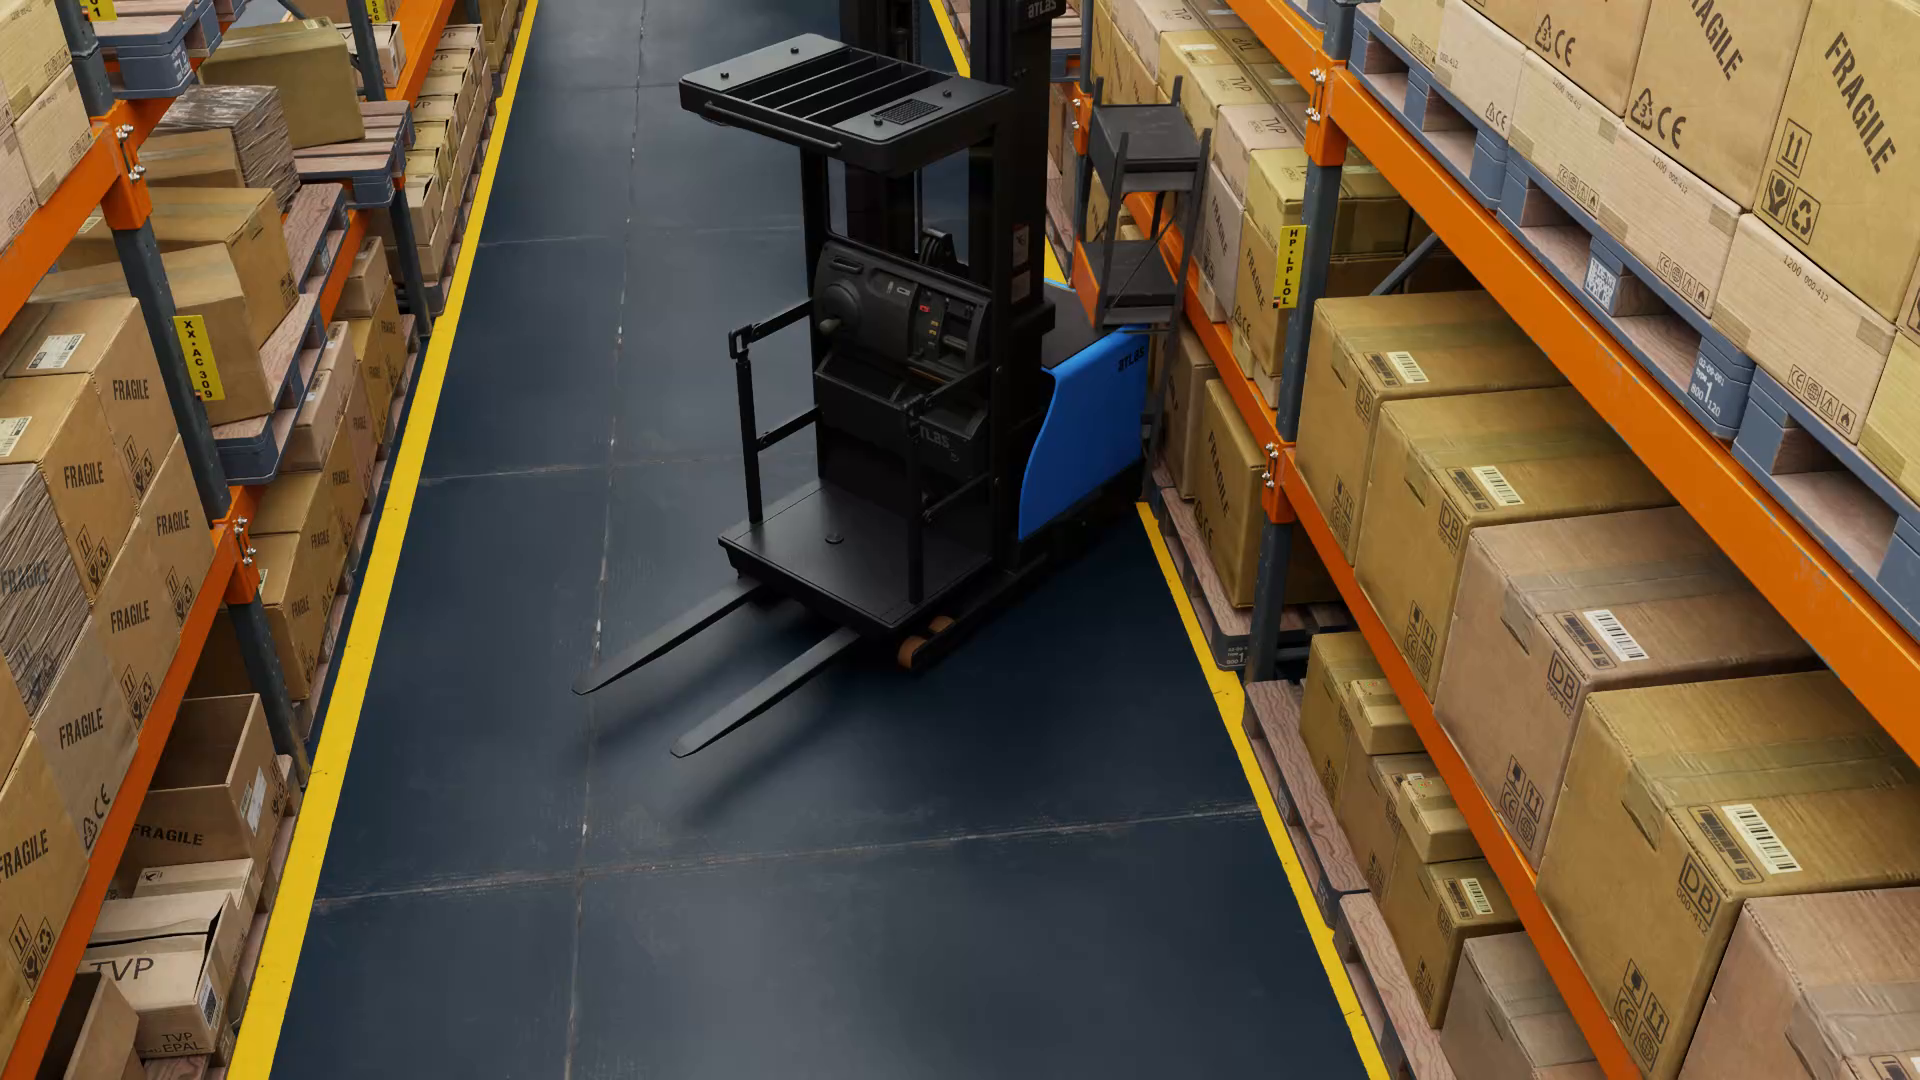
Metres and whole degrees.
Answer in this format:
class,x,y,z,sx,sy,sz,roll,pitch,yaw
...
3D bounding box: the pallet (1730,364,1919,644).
class,x,y,z,sx,sy,sz,roll,pitch,yaw
pallet,2.173,0.017,2.976,1.003,0.211,1.213,-4,35,-6

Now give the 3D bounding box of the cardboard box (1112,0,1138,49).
class,x,y,z,sx,sy,sz,roll,pitch,yaw
cardboard box,1.086,-2.741,8.572,0.500,0.250,0.500,-5,35,-7

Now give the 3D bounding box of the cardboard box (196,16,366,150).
class,x,y,z,sx,sy,sz,roll,pitch,yaw
cardboard box,-3.504,-2.326,8.538,0.700,0.500,0.500,-16,37,-22

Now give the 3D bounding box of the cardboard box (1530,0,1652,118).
class,x,y,z,sx,sy,sz,roll,pitch,yaw
cardboard box,1.711,-1.321,3.866,0.500,0.500,0.500,-4,34,-6

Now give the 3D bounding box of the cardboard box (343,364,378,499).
class,x,y,z,sx,sy,sz,roll,pitch,yaw
cardboard box,-3.196,-0.517,8.175,0.500,0.500,0.500,-6,35,-8

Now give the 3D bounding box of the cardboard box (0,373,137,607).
class,x,y,z,sx,sy,sz,roll,pitch,yaw
cardboard box,-2.767,-0.128,4.797,0.500,0.500,0.500,-5,35,-7

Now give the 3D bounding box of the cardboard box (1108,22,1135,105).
class,x,y,z,sx,sy,sz,roll,pitch,yaw
cardboard box,1.080,-2.420,8.767,0.500,0.500,0.500,-3,34,-5

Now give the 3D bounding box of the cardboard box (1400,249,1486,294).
class,x,y,z,sx,sy,sz,roll,pitch,yaw
cardboard box,1.933,-1.047,6.752,0.500,0.500,0.500,-6,35,-8

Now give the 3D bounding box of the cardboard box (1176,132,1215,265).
class,x,y,z,sx,sy,sz,roll,pitch,yaw
cardboard box,1.296,-1.575,7.527,0.500,0.500,0.500,-4,35,-6

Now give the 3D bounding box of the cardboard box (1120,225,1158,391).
class,x,y,z,sx,sy,sz,roll,pitch,yaw
cardboard box,1.288,-1.207,8.893,0.750,0.750,0.750,-5,35,-7

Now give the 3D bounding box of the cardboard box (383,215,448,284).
class,x,y,z,sx,sy,sz,roll,pitch,yaw
cardboard box,-3.480,-1.806,10.305,0.500,0.250,0.500,-4,35,-7

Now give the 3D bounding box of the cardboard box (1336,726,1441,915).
class,x,y,z,sx,sy,sz,roll,pitch,yaw
cardboard box,1.809,0.966,6.015,0.700,0.500,0.500,-5,35,-7

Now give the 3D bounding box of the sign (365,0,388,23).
class,x,y,z,sx,sy,sz,roll,pitch,yaw
sign,-3.164,-2.946,8.951,0.100,0.325,0.005,-4,35,-6

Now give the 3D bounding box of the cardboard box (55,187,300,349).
class,x,y,z,sx,sy,sz,roll,pitch,yaw
cardboard box,-3.160,-1.097,6.734,0.700,0.500,0.500,1,34,1

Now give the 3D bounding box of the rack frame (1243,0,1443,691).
class,x,y,z,sx,sy,sz,roll,pitch,yaw
rack frame,1.746,-0.599,6.465,1.000,3.000,0.127,-4,35,-6

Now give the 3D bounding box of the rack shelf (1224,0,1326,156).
class,x,y,z,sx,sy,sz,roll,pitch,yaw
rack shelf,1.477,-2.657,7.461,1.077,0.370,4.000,-4,35,-6

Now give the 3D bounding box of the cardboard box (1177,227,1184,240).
class,x,y,z,sx,sy,sz,roll,pitch,yaw
cardboard box,1.268,-1.532,8.040,0.380,0.149,0.250,-3,34,-5

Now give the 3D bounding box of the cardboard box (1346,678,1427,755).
class,x,y,z,sx,sy,sz,roll,pitch,yaw
cardboard box,1.610,0.622,5.944,0.380,0.149,0.250,-3,34,-5

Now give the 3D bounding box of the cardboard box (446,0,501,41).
class,x,y,z,sx,sy,sz,roll,pitch,yaw
cardboard box,-3.991,-4.316,13.322,0.500,0.500,0.500,-4,35,-6

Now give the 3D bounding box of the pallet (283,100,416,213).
class,x,y,z,sx,sy,sz,roll,pitch,yaw
pallet,-3.540,-2.002,8.694,1.213,0.211,1.003,-4,35,-6

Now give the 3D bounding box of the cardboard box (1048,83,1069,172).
class,x,y,z,sx,sy,sz,roll,pitch,yaw
cardboard box,1.010,-2.949,11.743,0.700,0.500,0.500,-5,35,-7

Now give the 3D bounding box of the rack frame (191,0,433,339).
class,x,y,z,sx,sy,sz,roll,pitch,yaw
rack frame,-3.701,-2.454,9.187,1.000,3.000,0.127,-4,35,-6

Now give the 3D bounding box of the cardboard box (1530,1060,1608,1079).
class,x,y,z,sx,sy,sz,roll,pitch,yaw
cardboard box,2.023,1.830,4.747,0.700,0.500,0.500,-4,35,-7

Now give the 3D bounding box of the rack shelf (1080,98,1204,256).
class,x,y,z,sx,sy,sz,roll,pitch,yaw
rack shelf,0.822,-1.642,7.511,0.431,0.518,0.480,-4,42,-9

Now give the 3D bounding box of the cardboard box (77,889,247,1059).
class,x,y,z,sx,sy,sz,roll,pitch,yaw
cardboard box,-2.704,1.423,5.496,0.500,0.311,0.500,-4,35,-6

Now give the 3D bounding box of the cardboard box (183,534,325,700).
class,x,y,z,sx,sy,sz,roll,pitch,yaw
cardboard box,-2.986,0.341,6.915,0.500,0.500,0.500,-6,35,-9

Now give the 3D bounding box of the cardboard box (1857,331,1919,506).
class,x,y,z,sx,sy,sz,roll,pitch,yaw
cardboard box,1.922,-0.148,2.811,0.500,0.250,0.500,-3,34,-5

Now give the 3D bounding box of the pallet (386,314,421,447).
class,x,y,z,sx,sy,sz,roll,pitch,yaw
pallet,-3.638,-0.882,9.357,1.003,0.211,1.213,-4,35,-6

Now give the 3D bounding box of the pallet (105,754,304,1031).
class,x,y,z,sx,sy,sz,roll,pitch,yaw
pallet,-3.071,1.314,6.135,1.003,0.211,1.213,-4,35,-6

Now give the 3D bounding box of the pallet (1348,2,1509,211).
class,x,y,z,sx,sy,sz,roll,pitch,yaw
pallet,1.845,-1.344,4.974,1.003,0.211,1.213,-4,35,-6

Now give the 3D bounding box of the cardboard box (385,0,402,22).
class,x,y,z,sx,sy,sz,roll,pitch,yaw
cardboard box,-4.013,-3.724,10.962,0.500,0.500,0.500,-4,35,-6

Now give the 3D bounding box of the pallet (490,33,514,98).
class,x,y,z,sx,sy,sz,roll,pitch,yaw
pallet,-4.304,-3.981,13.904,1.003,0.211,1.213,-4,35,-6

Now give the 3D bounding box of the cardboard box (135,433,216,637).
class,x,y,z,sx,sy,sz,roll,pitch,yaw
cardboard box,-2.841,-0.003,5.503,0.500,0.500,0.500,-4,34,-6

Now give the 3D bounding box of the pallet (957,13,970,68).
class,x,y,z,sx,sy,sz,roll,pitch,yaw
pallet,0.544,-4.283,14.347,1.003,0.211,1.213,-4,35,-6

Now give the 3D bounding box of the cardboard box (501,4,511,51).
class,x,y,z,sx,sy,sz,roll,pitch,yaw
cardboard box,-4.063,-4.284,13.942,0.500,0.250,0.500,-4,35,-6

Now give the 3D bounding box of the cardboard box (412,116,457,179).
class,x,y,z,sx,sy,sz,roll,pitch,yaw
cardboard box,-3.625,-2.615,10.994,0.500,0.311,0.500,-5,35,-8

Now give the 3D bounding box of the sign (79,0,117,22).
class,x,y,z,sx,sy,sz,roll,pitch,yaw
sign,-2.626,-1.720,4.988,0.100,0.325,0.005,-4,35,-6

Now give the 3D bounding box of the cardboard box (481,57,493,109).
class,x,y,z,sx,sy,sz,roll,pitch,yaw
cardboard box,-3.896,-3.514,12.811,0.500,0.250,0.500,-5,35,-7

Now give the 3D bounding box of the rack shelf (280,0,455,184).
class,x,y,z,sx,sy,sz,roll,pitch,yaw
rack shelf,-3.970,-3.273,11.027,1.077,0.370,4.000,-4,35,-6

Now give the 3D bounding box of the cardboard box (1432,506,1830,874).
class,x,y,z,sx,sy,sz,roll,pitch,yaw
cardboard box,2.003,0.394,4.742,0.980,0.700,0.700,-6,35,-9

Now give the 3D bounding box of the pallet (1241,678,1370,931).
class,x,y,z,sx,sy,sz,roll,pitch,yaw
pallet,1.770,0.984,6.619,1.003,0.211,1.213,-4,35,-6

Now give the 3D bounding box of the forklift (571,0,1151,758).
class,x,y,z,sx,sy,sz,roll,pitch,yaw
forklift,-0.401,-0.940,7.027,1.130,2.935,3.031,25,42,32

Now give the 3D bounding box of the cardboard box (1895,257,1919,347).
class,x,y,z,sx,sy,sz,roll,pitch,yaw
cardboard box,1.915,-0.457,2.599,0.500,0.500,0.500,-4,35,-7

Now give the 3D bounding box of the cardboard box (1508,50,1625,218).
class,x,y,z,sx,sy,sz,roll,pitch,yaw
cardboard box,1.708,-1.015,4.083,0.500,0.250,0.500,-5,35,-8

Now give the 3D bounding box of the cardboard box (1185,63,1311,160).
class,x,y,z,sx,sy,sz,roll,pitch,yaw
cardboard box,1.301,-1.893,7.328,0.500,0.250,0.500,-4,34,-5

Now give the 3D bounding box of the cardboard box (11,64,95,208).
class,x,y,z,sx,sy,sz,roll,pitch,yaw
cardboard box,-2.834,-1.148,4.741,0.500,0.250,0.500,-4,35,-6

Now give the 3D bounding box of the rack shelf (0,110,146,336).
class,x,y,z,sx,sy,sz,roll,pitch,yaw
rack shelf,-2.894,-0.048,3.632,1.077,0.370,4.000,-4,35,-6

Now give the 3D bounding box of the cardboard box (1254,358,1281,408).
class,x,y,z,sx,sy,sz,roll,pitch,yaw
cardboard box,1.420,-0.671,6.776,0.380,0.149,0.250,-4,34,-6

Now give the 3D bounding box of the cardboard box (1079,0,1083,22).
class,x,y,z,sx,sy,sz,roll,pitch,yaw
cardboard box,1.134,-3.316,9.972,0.700,0.500,0.500,-8,35,-12

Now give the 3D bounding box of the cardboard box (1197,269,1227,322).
class,x,y,z,sx,sy,sz,roll,pitch,yaw
cardboard box,1.278,-1.101,7.407,0.380,0.149,0.250,-4,35,-6

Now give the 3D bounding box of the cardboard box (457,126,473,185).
class,x,y,z,sx,sy,sz,roll,pitch,yaw
cardboard box,-3.693,-2.662,11.561,0.500,0.250,0.500,-4,34,-5

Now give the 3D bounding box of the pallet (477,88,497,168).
class,x,y,z,sx,sy,sz,roll,pitch,yaw
pallet,-4.101,-3.126,12.649,1.003,0.211,1.213,-4,35,-6

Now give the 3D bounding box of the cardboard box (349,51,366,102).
class,x,y,z,sx,sy,sz,roll,pitch,yaw
cardboard box,-3.706,-2.623,9.515,0.500,0.311,0.500,-2,34,-3

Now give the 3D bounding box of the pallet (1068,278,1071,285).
class,x,y,z,sx,sy,sz,roll,pitch,yaw
pallet,1.239,-1.233,9.872,1.003,0.211,1.213,-4,35,-6

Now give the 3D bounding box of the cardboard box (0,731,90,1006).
class,x,y,z,sx,sy,sz,roll,pitch,yaw
cardboard box,-2.628,0.855,4.244,0.500,0.500,0.500,-4,34,-6

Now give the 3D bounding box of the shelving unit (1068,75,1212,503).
class,x,y,z,sx,sy,sz,roll,pitch,yaw
shelving unit,0.781,-1.132,7.968,0.431,2.100,0.503,-4,42,-9

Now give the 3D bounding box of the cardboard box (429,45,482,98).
class,x,y,z,sx,sy,sz,roll,pitch,yaw
cardboard box,-3.824,-3.461,12.236,0.500,0.311,0.500,-3,34,-5

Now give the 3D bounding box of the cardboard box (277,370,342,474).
class,x,y,z,sx,sy,sz,roll,pitch,yaw
cardboard box,-3.121,-0.527,7.523,0.500,0.250,0.500,-4,35,-6
